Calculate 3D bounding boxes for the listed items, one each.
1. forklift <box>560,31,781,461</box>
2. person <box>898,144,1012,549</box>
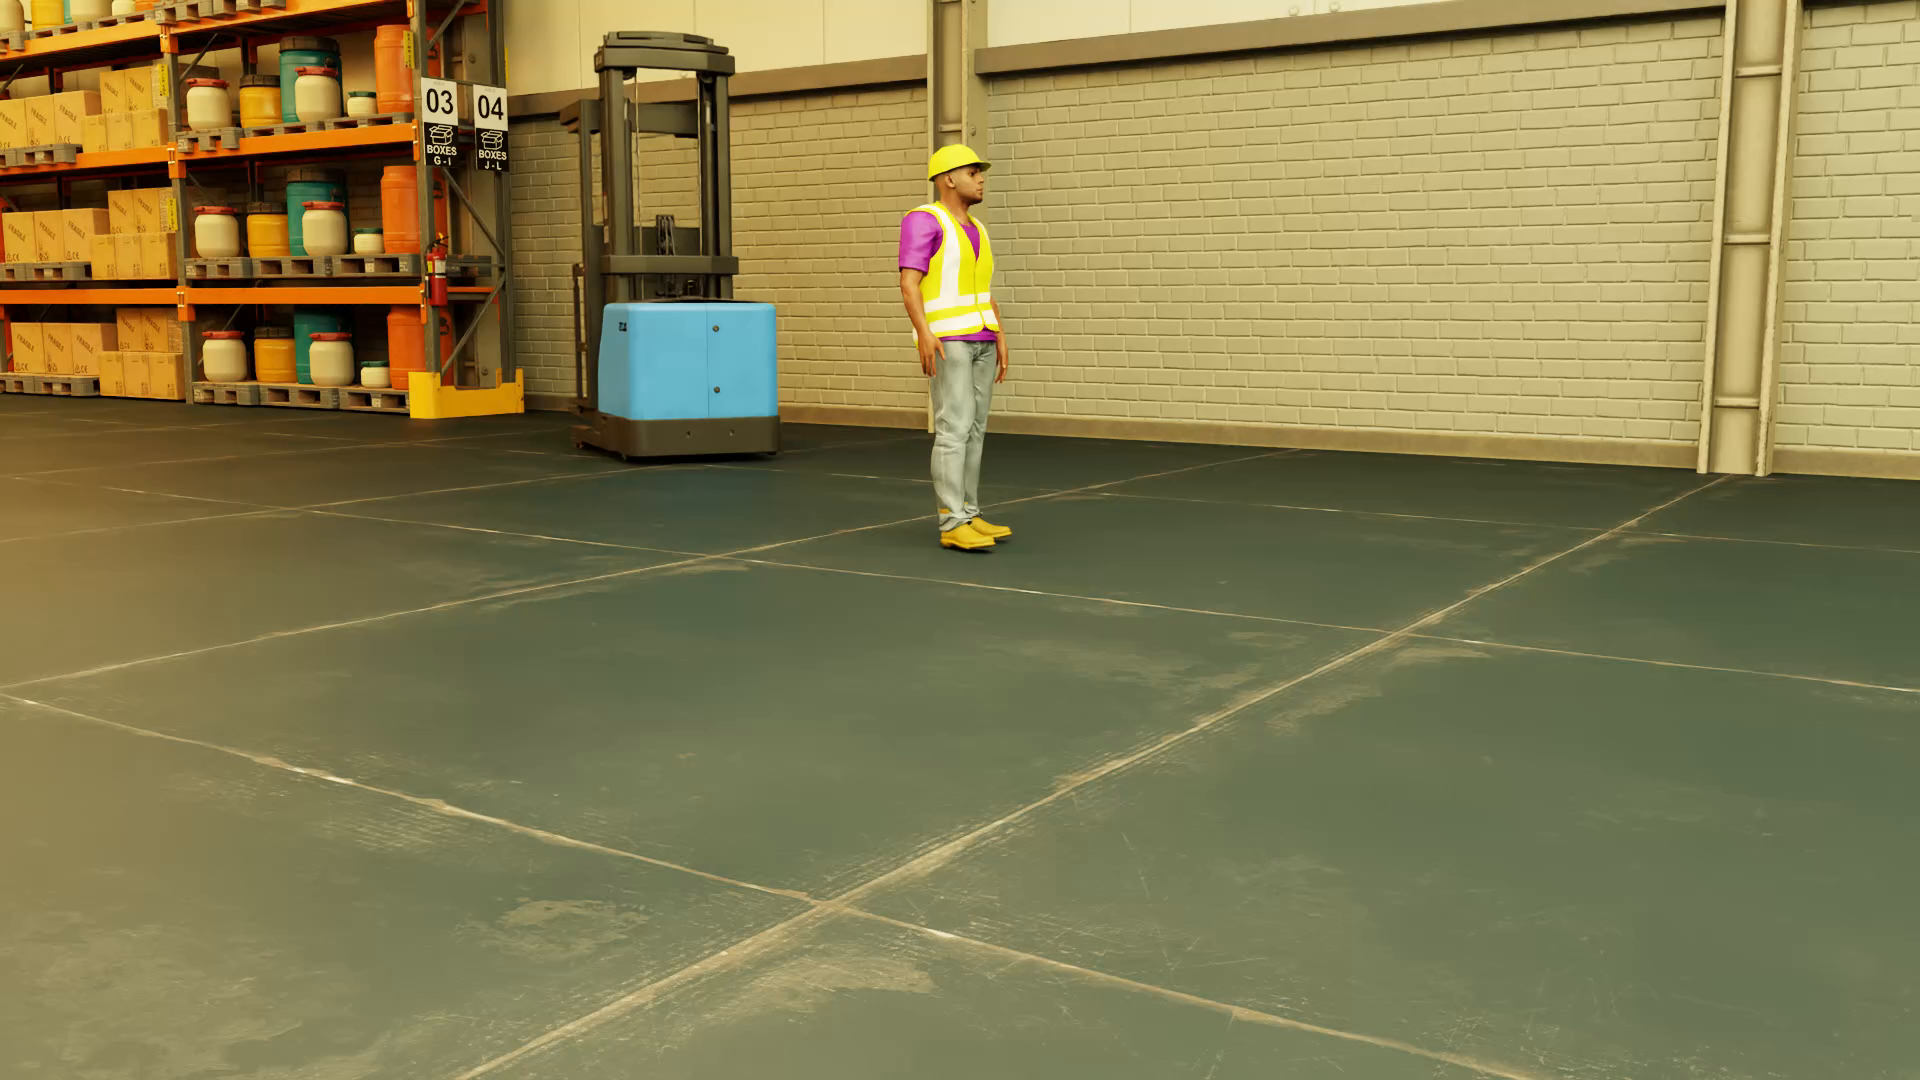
[{"bbox_3d":[-2.298,-2.150,12.310,1.130,2.935,3.031,-4,9,-24],"label":"forklift"},{"bbox_3d":[0.055,-0.875,7.435,0.574,1.768,0.665,5,10,34],"label":"person"}]
